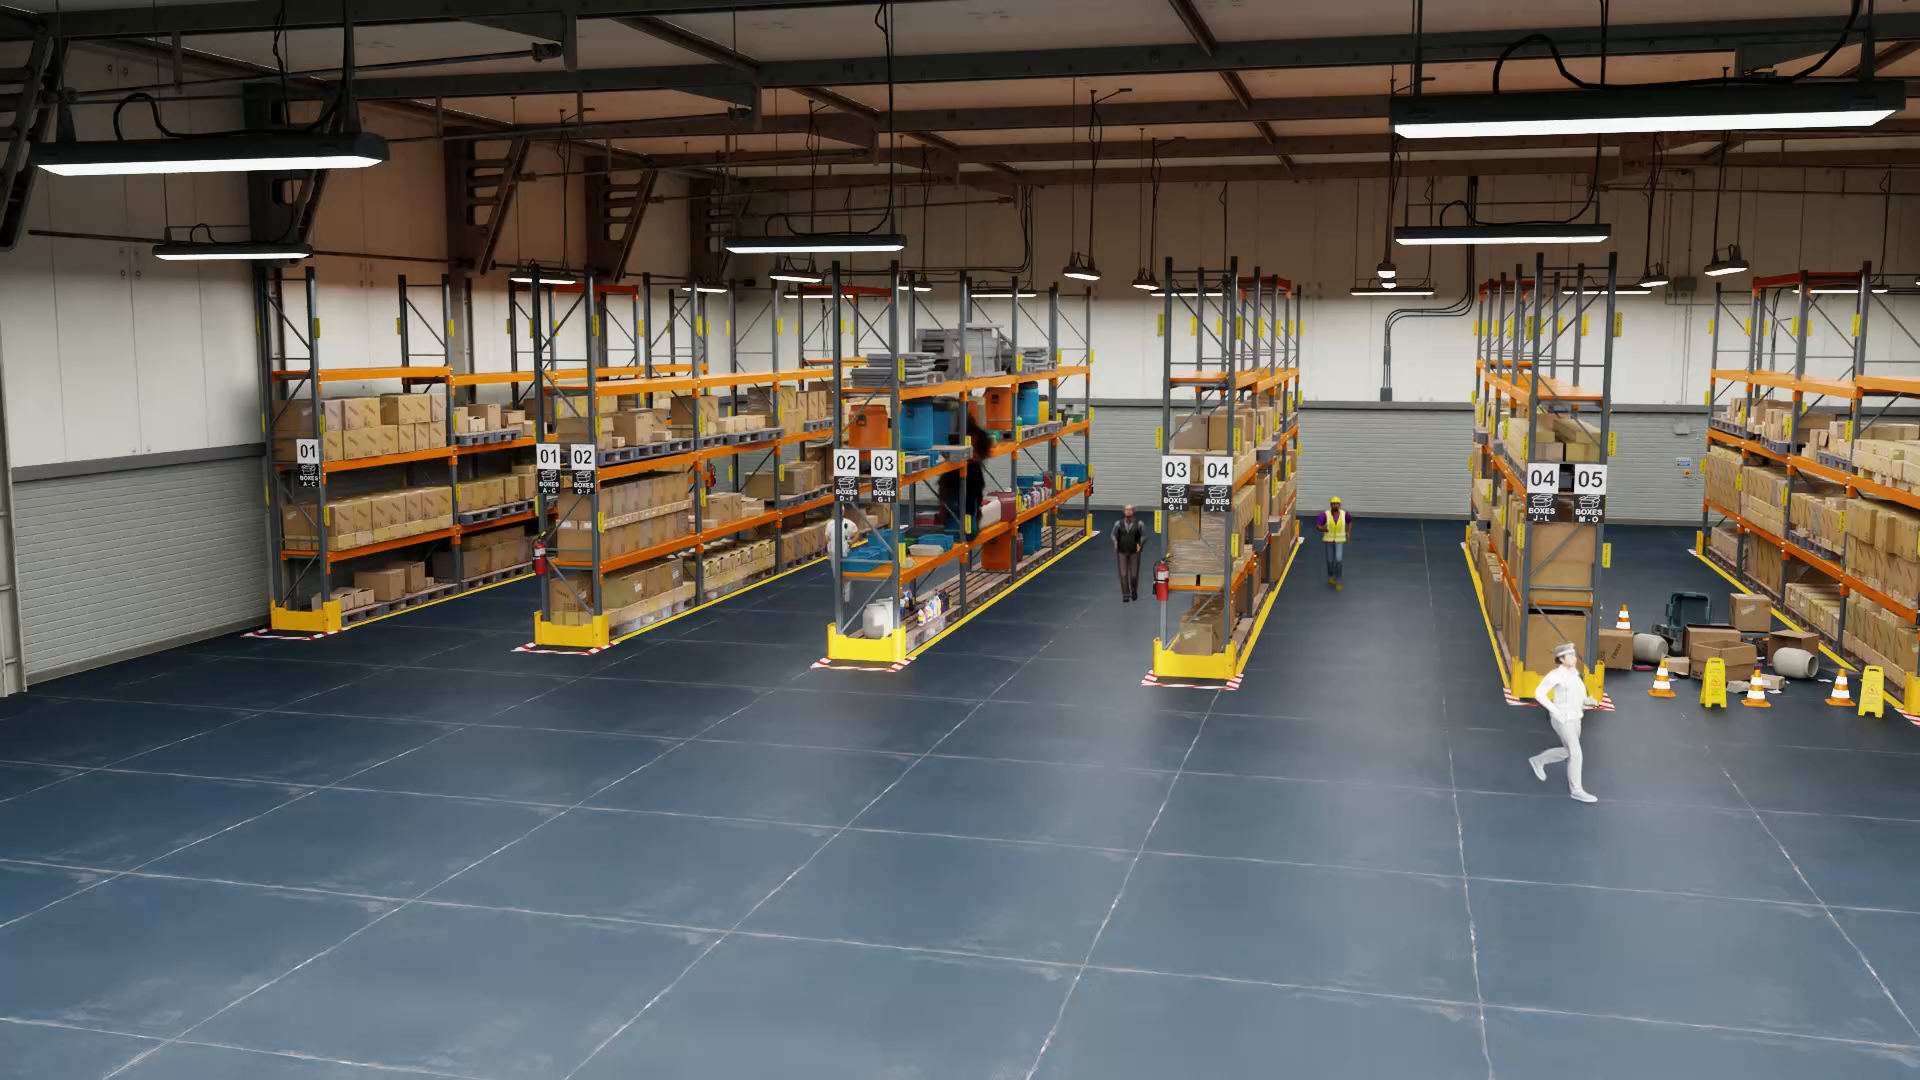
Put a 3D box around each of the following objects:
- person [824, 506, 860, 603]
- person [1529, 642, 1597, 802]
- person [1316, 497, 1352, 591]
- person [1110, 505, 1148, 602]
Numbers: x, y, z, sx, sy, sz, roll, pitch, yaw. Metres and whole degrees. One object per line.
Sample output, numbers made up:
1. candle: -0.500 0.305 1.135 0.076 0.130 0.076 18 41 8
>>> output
1. person: -2.103 0.251 28.994 0.591 1.711 0.576 2 7 13
2. person: 6.472 1.913 17.836 0.625 1.667 0.862 -6 9 -38
3. person: 7.214 0.065 32.155 0.663 1.825 0.769 2 7 14
4. person: 2.914 0.235 28.779 0.657 1.689 0.561 1 7 11
